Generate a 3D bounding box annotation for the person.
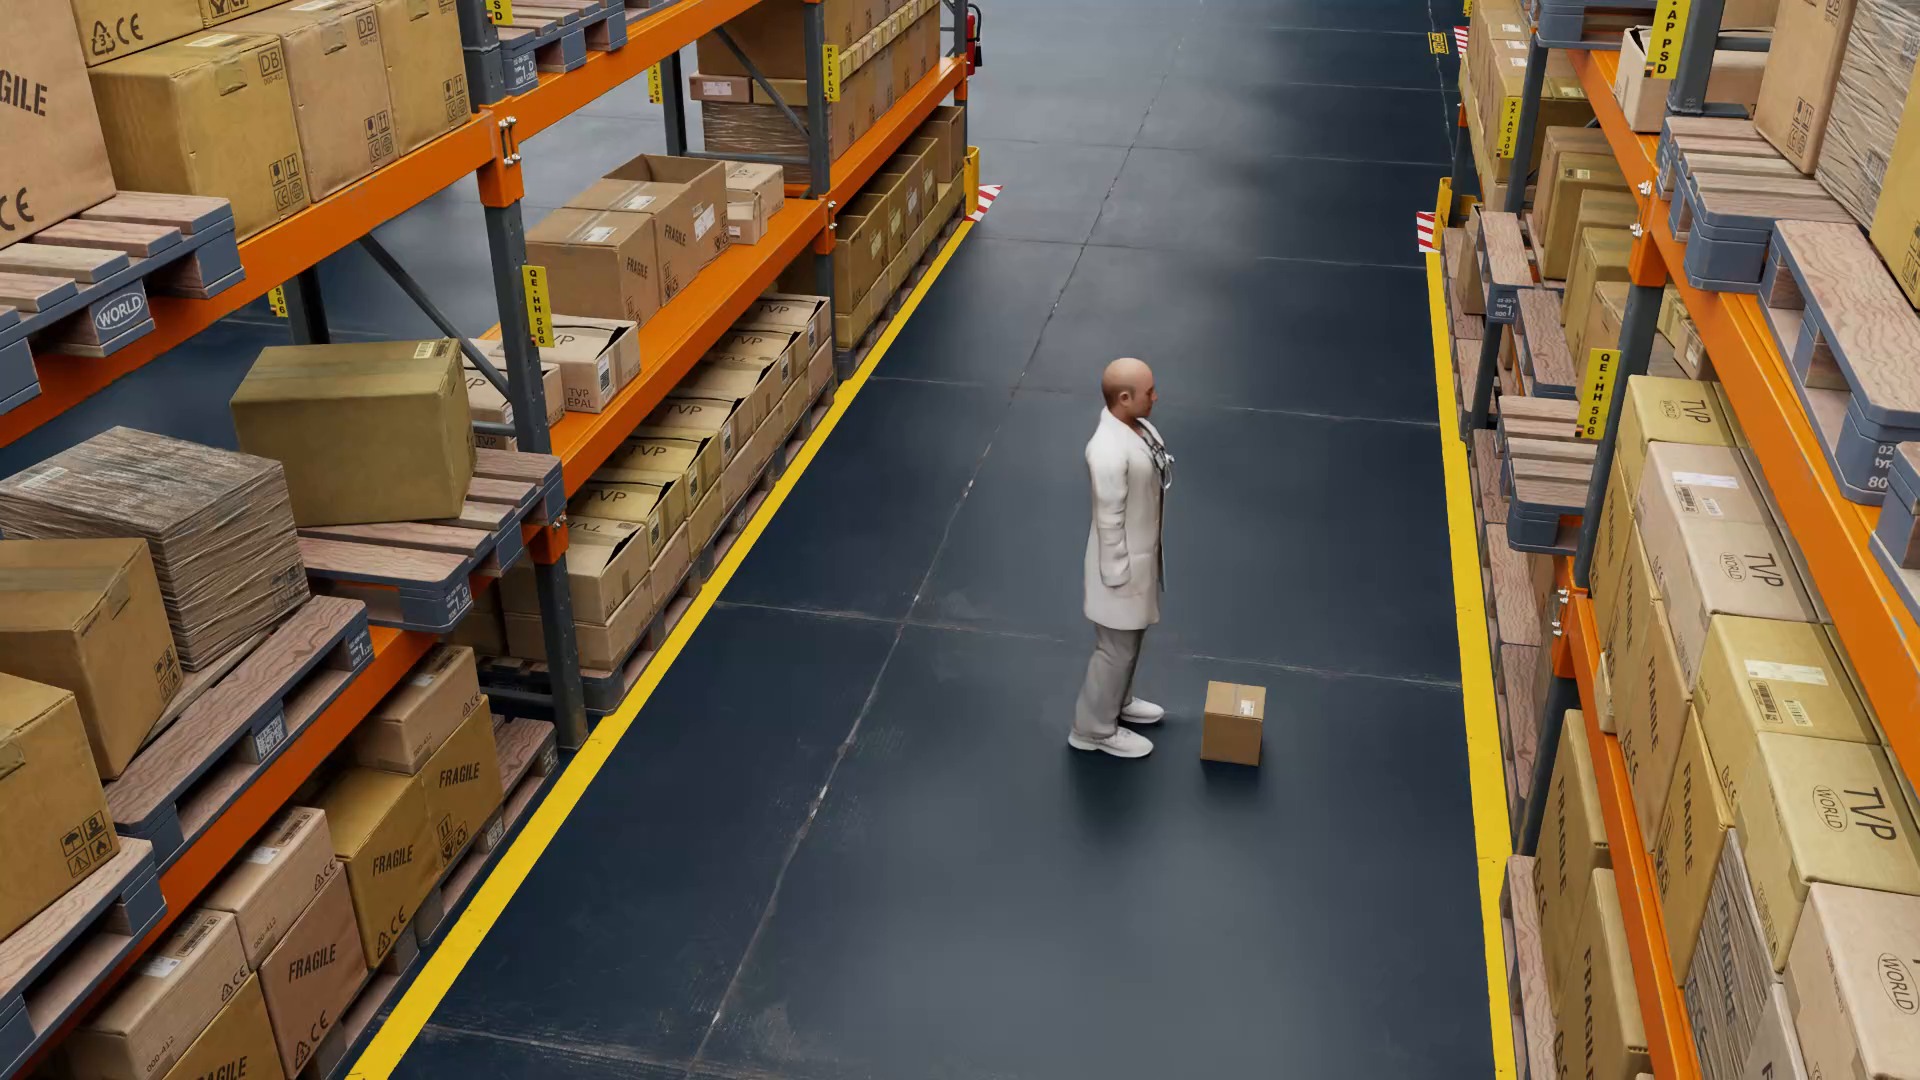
[{"bbox_3d":[0.703,0.067,7.019,0.388,1.775,0.562,7,29,12],"label":"person"}]
